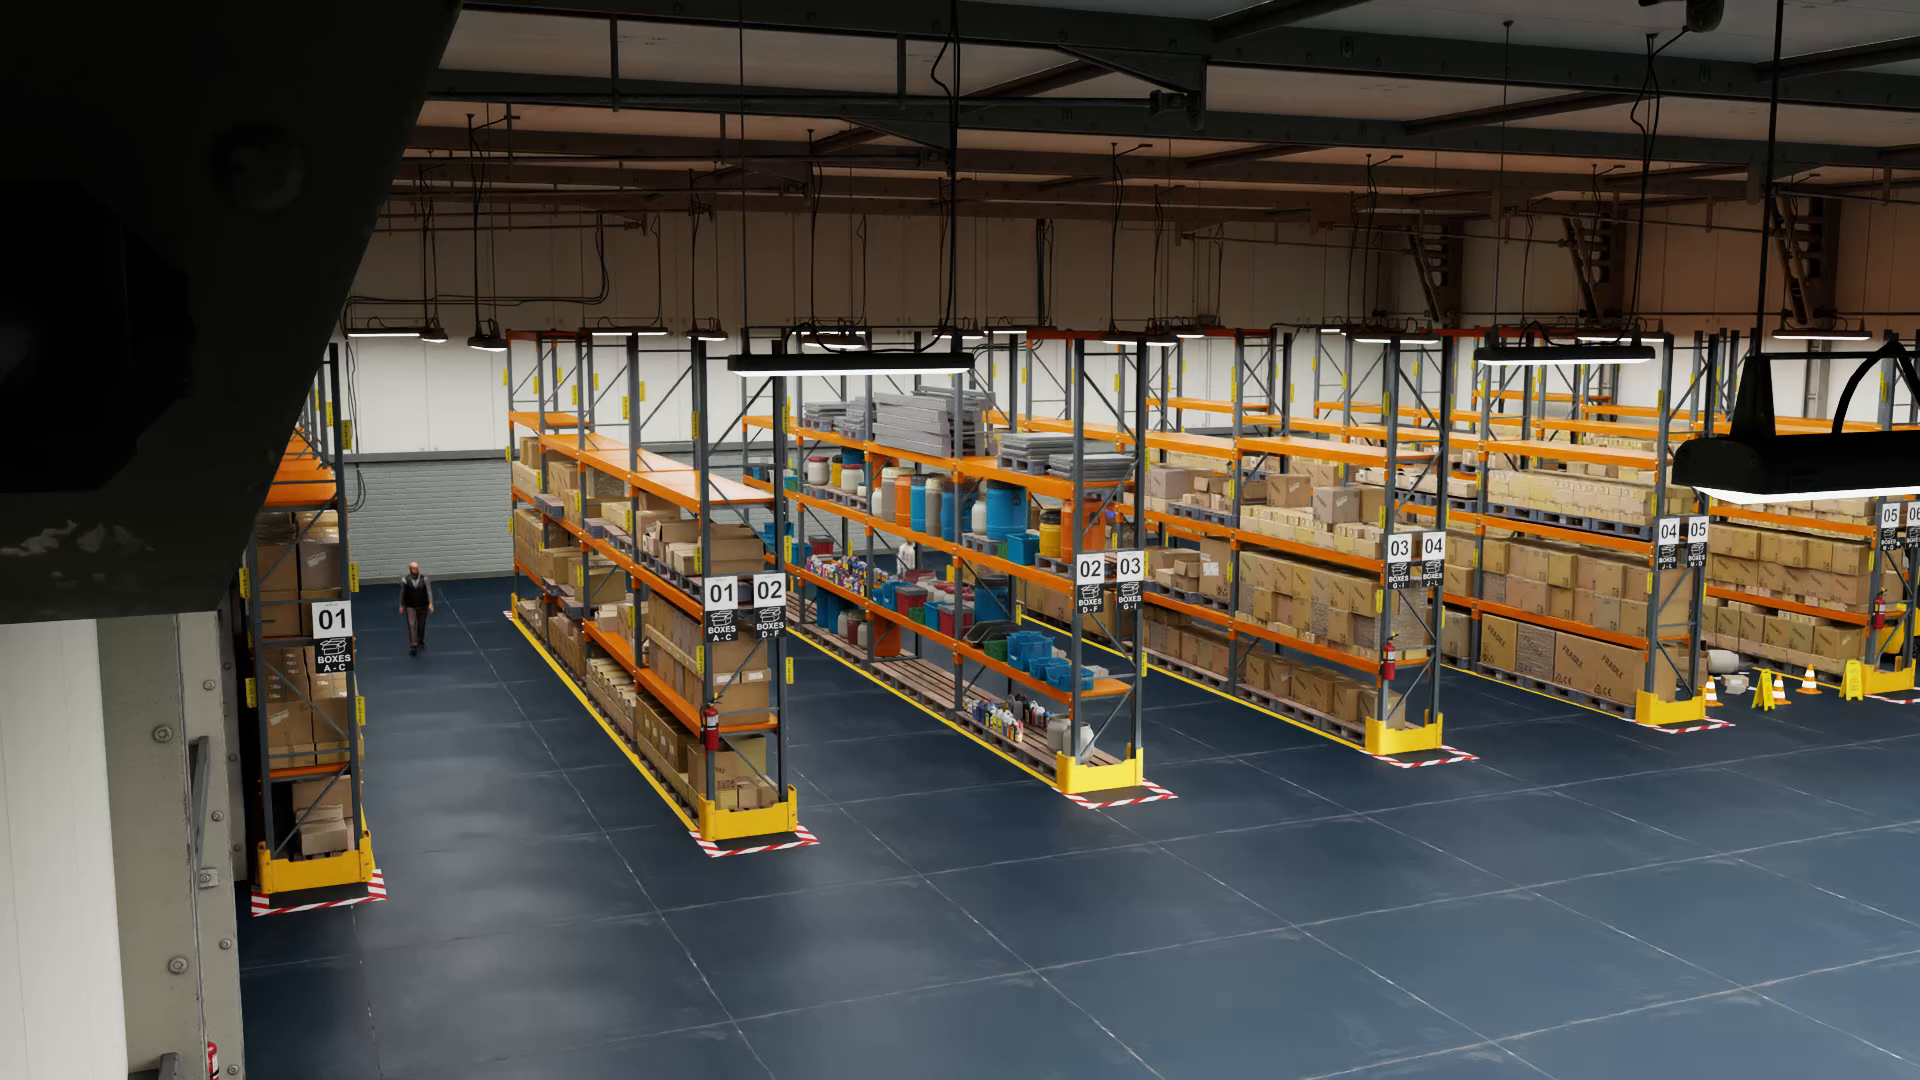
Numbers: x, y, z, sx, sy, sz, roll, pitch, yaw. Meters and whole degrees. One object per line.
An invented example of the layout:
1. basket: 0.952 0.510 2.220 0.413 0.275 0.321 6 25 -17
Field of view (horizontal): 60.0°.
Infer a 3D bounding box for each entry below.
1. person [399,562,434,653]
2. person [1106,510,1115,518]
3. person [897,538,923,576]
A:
1. person: -10.227 1.247 31.260 0.613 1.663 1.074 -3 8 -21
2. person: 3.910 -0.241 42.320 0.474 1.584 1.075 2 8 12
3. person: -1.058 0.606 36.084 0.473 1.617 1.051 -5 9 -33
